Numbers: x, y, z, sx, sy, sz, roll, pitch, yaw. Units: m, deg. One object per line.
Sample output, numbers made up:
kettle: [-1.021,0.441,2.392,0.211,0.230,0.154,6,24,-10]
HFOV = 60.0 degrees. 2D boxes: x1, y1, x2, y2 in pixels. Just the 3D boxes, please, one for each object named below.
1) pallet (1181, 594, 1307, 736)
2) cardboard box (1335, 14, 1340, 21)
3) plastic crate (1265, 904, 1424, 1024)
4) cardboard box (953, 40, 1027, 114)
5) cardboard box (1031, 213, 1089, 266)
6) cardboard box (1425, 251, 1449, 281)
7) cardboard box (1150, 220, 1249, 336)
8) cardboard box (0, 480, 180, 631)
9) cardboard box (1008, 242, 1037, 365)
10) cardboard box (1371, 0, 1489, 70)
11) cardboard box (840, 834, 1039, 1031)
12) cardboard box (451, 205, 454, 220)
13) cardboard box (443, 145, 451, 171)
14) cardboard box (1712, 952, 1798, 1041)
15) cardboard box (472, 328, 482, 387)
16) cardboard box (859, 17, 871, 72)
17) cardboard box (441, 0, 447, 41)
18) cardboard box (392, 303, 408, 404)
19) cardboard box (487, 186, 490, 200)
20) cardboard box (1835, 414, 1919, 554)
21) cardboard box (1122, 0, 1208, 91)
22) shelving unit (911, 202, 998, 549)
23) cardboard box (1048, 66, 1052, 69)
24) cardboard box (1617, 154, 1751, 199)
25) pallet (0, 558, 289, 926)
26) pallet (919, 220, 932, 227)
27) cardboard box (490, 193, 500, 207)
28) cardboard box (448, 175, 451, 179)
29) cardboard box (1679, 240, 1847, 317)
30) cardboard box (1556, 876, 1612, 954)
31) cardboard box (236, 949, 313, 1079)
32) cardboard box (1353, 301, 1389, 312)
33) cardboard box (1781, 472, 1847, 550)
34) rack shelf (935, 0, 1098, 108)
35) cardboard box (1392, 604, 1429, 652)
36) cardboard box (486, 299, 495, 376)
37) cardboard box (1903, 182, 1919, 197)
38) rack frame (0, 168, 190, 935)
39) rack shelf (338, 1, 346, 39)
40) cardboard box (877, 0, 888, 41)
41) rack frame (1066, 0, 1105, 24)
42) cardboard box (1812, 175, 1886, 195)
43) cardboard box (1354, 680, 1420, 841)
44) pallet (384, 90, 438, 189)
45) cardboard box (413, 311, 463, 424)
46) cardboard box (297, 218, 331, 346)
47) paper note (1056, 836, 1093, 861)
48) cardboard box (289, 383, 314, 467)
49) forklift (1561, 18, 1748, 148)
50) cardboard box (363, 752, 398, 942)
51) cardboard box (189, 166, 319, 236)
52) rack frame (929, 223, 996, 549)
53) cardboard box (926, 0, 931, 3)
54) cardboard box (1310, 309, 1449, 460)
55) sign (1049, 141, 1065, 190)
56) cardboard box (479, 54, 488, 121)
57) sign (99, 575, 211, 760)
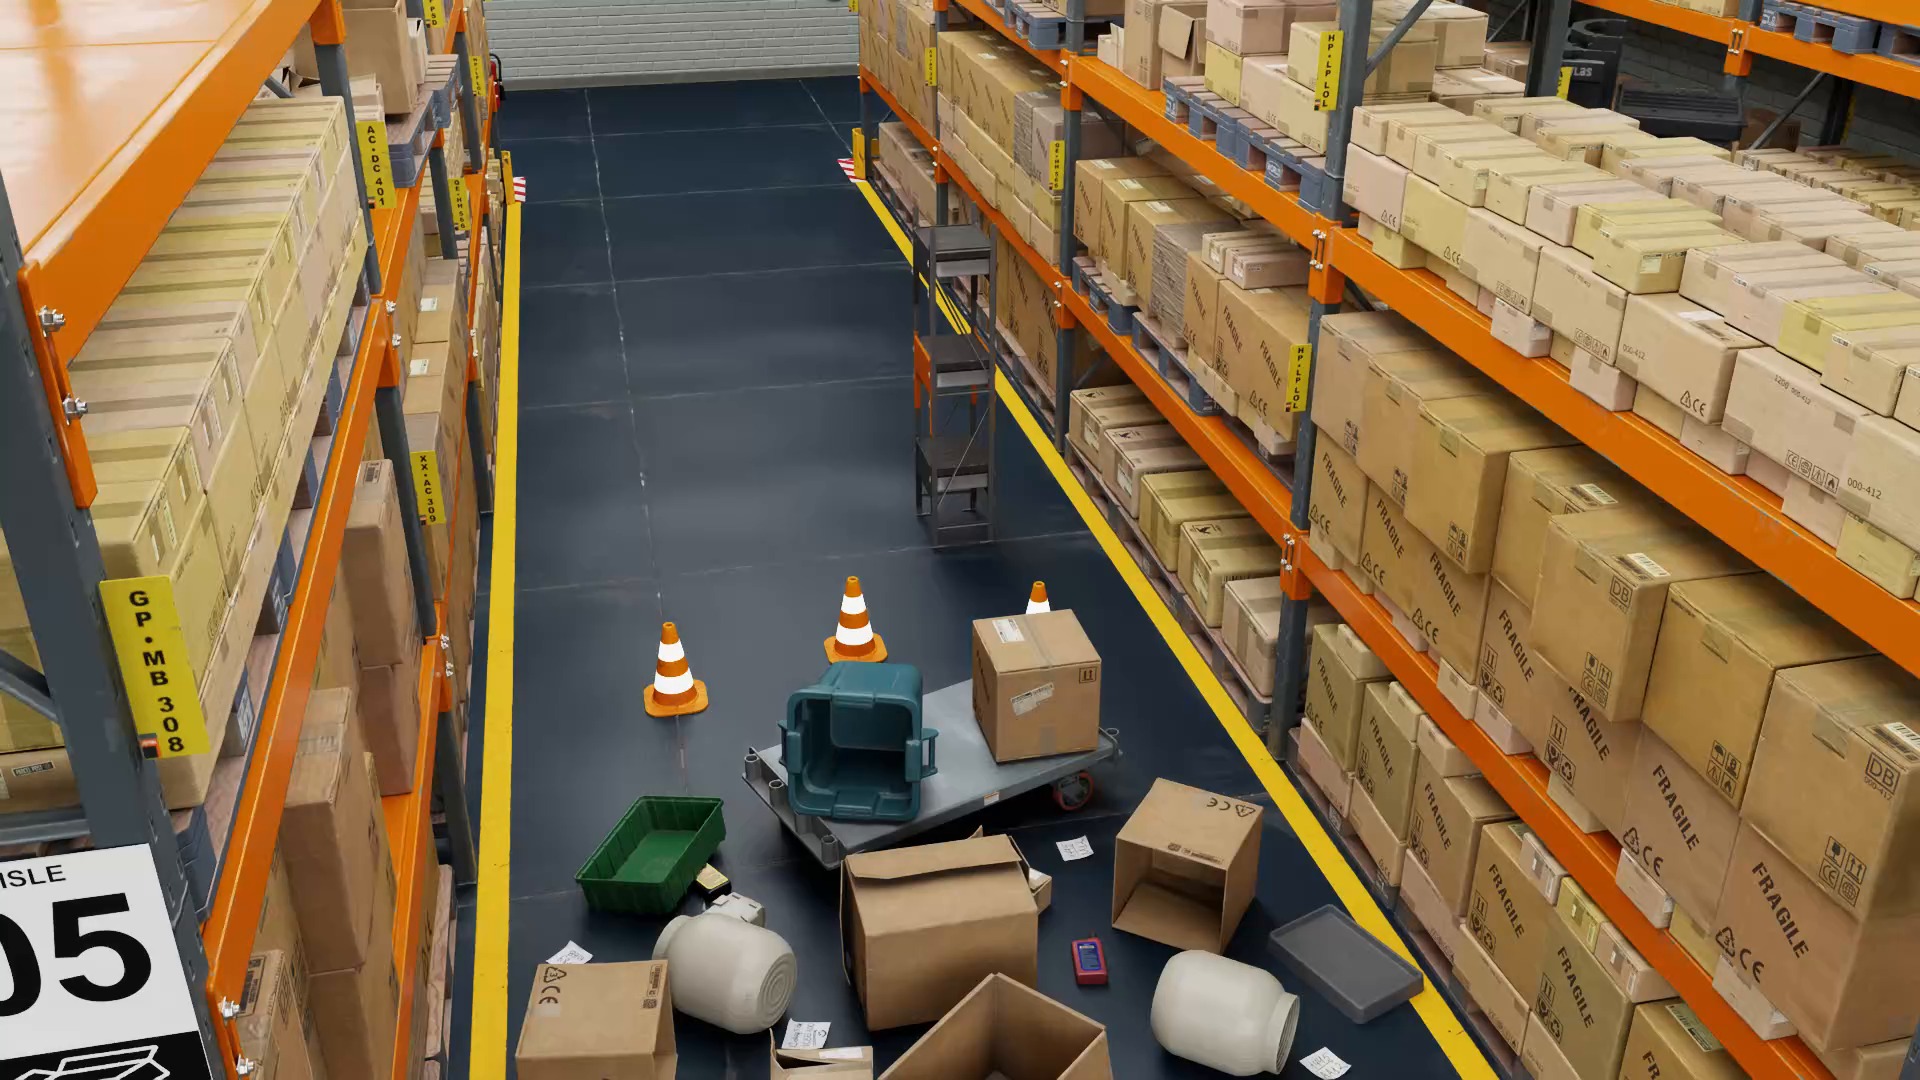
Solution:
pallet: [1.909,0.623,9.281,1.003,0.211,1.213,-6,27,-12]
cardboard box: [4.171,-5.672,18.494,0.500,0.250,0.500,-6,27,-11]
plastic crate: [1.641,1.796,7.103,0.402,0.080,0.583,-16,31,-29]
cardboard box: [0.244,-3.840,13.809,0.500,0.500,0.500,-6,27,-12]
cardboard box: [0.818,-2.165,11.876,0.500,0.250,0.500,-7,28,-13]
cardboard box: [2.086,-1.127,6.604,0.380,0.149,0.250,-6,27,-12]
cardboard box: [1.416,-1.499,9.484,0.500,0.500,0.500,-7,28,-14]
cardboard box: [-1.577,0.029,2.851,0.380,0.149,0.250,-6,27,-11]
cardboard box: [0.913,-1.979,13.233,0.875,0.875,0.875,-6,27,-11]
cardboard box: [2.223,-2.478,8.147,0.500,0.250,0.500,-7,28,-13]
cardboard box: [-0.094,1.606,6.859,0.797,0.637,0.503,-6,27,-12]
cardboard box: [-3.765,-2.252,11.696,0.380,0.149,0.250,-5,27,-10]
cardboard box: [-3.881,-2.739,12.000,0.380,0.149,0.250,-6,27,-12]
cardboard box: [2.530,1.346,5.034,0.380,0.149,0.250,-6,27,-12]
cardboard box: [-3.535,-1.223,11.319,0.500,0.250,0.500,-7,28,-14]
cardboard box: [-0.790,-5.353,17.915,0.500,0.500,0.500,-6,27,-12]
cardboard box: [-3.722,-3.588,11.090,0.500,0.500,0.500,-6,27,-12]
cardboard box: [-3.063,-0.889,7.961,0.700,0.500,0.500,-6,27,-11]
cardboard box: [-4.720,-3.286,15.970,0.380,0.149,0.250,-6,27,-11]
cardboard box: [2.610,-0.126,4.178,0.500,0.250,0.500,-6,27,-12]
cardboard box: [1.389,-3.003,9.930,0.700,0.500,0.500,-6,27,-12]
shelving unit: [-0.037,-1.010,10.421,0.431,2.100,0.503,-6,27,-12]
cardboard box: [0.979,-3.436,13.007,0.500,0.500,0.500,-6,27,-11]
cardboard box: [2.620,-1.290,6.042,0.380,0.149,0.250,-6,28,-13]
pallet: [-1.990,0.399,3.400,1.003,0.211,1.213,-6,27,-12]
pallet: [0.188,-2.889,16.239,1.003,0.211,1.213,-6,27,-12]
cardboard box: [-4.773,-3.392,16.509,0.380,0.149,0.250,-6,27,-11]
cardboard box: [-3.820,-2.495,11.847,0.380,0.149,0.250,-6,27,-12]
cardboard box: [2.439,-0.795,5.061,0.380,0.149,0.250,-7,28,-13]
cardboard box: [2.351,1.301,5.876,0.380,0.149,0.250,-5,27,-11]
cardboard box: [-1.858,1.307,3.466,0.875,0.550,0.550,-6,27,-12]
cardboard box: [2.260,-0.880,8.257,0.500,0.500,0.500,-5,27,-10]
cardboard box: [2.520,-0.105,4.579,0.380,0.149,0.250,-5,27,-10]
rack shelf: [0.734,-3.932,12.681,1.077,0.370,4.000,-6,27,-12]
cardboard box: [2.064,0.334,7.038,0.380,0.149,0.250,-5,27,-10]
cardboard box: [-3.878,-1.566,12.832,0.500,0.500,0.500,-7,28,-13]
cardboard box: [6.564,-2.307,11.161,0.380,0.149,0.250,-6,27,-12]
rack frame: [-1.812,-0.655,2.061,1.000,3.000,0.127,-6,27,-12]
rack shelf: [-3.164,-2.789,7.532,1.077,0.370,4.000,-6,27,-12]
cardboard box: [-0.541,-5.348,16.796,0.500,0.500,0.500,-6,27,-12]
rack frame: [1.185,-4.714,10.103,1.000,3.000,0.127,-6,27,-12]
cardboard box: [6.020,-2.365,11.276,0.380,0.149,0.250,-6,27,-11]
cardboard box: [2.088,0.946,7.301,0.500,0.500,0.500,-5,27,-10]
pallet: [-3.163,-1.976,8.216,1.003,0.211,1.213,-5,27,-9]
cardboard box: [-3.028,-0.925,9.142,0.500,0.500,0.500,-6,27,-12]
cardboard box: [-2.128,-0.738,4.814,0.500,0.250,0.500,-6,27,-12]
paper note: [0.544,1.451,7.841,0.148,0.019,0.142,-6,27,-12]
cardboard box: [-1.920,-0.285,4.358,0.380,0.149,0.250,-6,27,-11]
forklift: [4.649,-1.972,11.405,3.031,2.935,1.130,10,29,19]
cardboard box: [-2.249,1.071,5.132,0.875,0.550,0.500,-6,27,-12]
cardboard box: [-2.091,-0.975,4.841,0.380,0.149,0.250,-6,27,-11]
rack frame: [0.018,-0.903,10.209,0.400,2.100,0.015,-6,27,-12]
cardboard box: [-0.096,-4.913,15.214,0.380,0.149,0.250,-6,27,-12]
cardboard box: [1.974,-0.689,7.235,0.700,0.500,0.500,-6,27,-12]
sign: [0.645,-2.495,11.079,0.100,0.325,0.005,-6,27,-12]
cardboard box: [-4.580,-4.107,15.116,0.500,0.500,0.500,-7,28,-13]
sign: [-1.270,0.205,2.629,0.100,0.325,0.005,-6,27,-12]
